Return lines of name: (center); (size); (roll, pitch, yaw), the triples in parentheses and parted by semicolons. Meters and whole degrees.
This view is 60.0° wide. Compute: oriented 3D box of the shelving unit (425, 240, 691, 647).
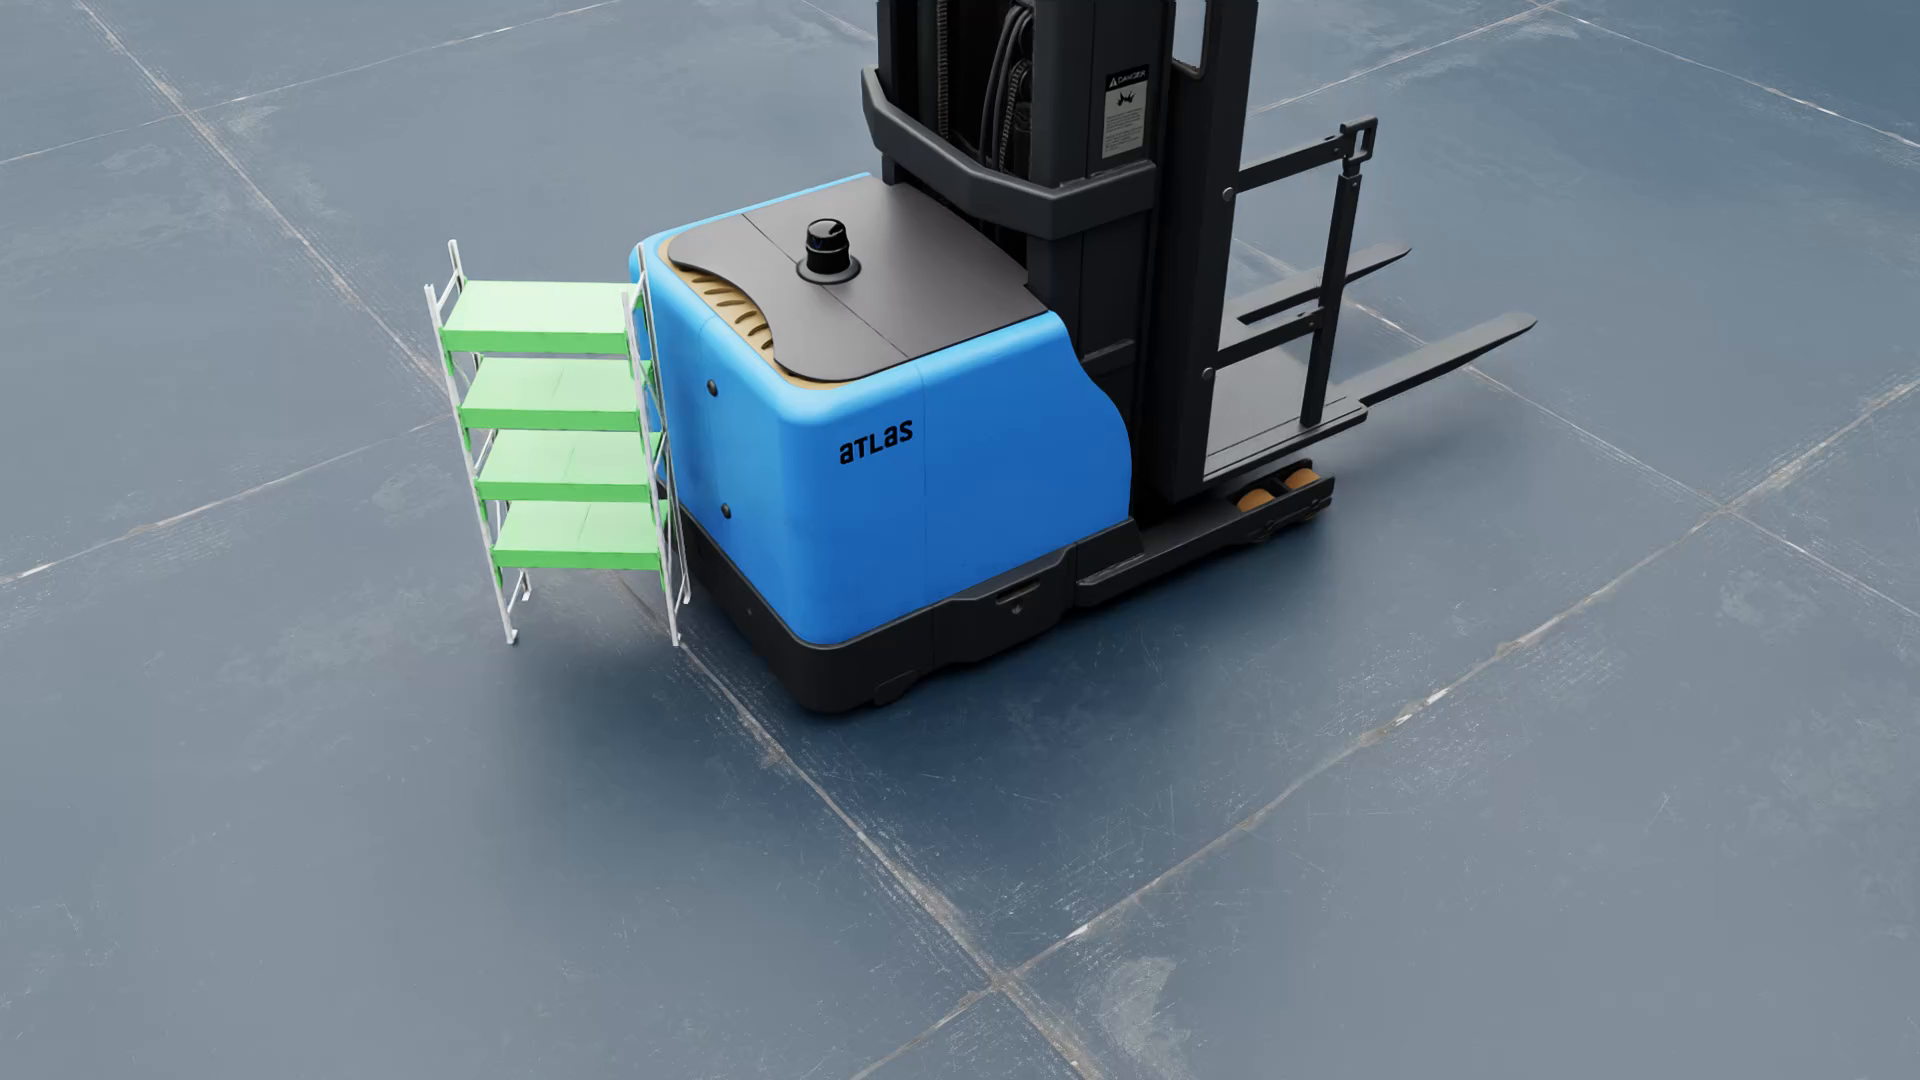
shelving unit: (-1.071, -0.231, 4.585); (0.503, 1.200, 0.258); (1, 39, 1)

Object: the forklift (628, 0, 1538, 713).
forklift: (0.585, -1.383, 4.625); (3.031, 2.935, 1.130); (-23, 45, -25)

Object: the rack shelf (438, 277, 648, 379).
rack shelf: (-1.071, -0.552, 4.321); (0.480, 0.148, 0.258); (1, 39, 1)

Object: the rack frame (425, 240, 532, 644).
rack frame: (-1.315, -0.235, 4.591); (0.015, 1.200, 0.240); (1, 39, 1)

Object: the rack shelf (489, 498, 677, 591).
rack shelf: (-1.071, 0.004, 4.778); (0.480, 0.148, 0.258); (1, 39, 1)

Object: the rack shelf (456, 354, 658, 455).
rack shelf: (-1.071, -0.367, 4.473); (0.480, 0.148, 0.258); (1, 39, 1)

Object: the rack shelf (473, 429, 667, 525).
rack shelf: (-1.071, -0.181, 4.625); (0.480, 0.148, 0.258); (1, 39, 1)

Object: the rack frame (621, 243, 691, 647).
rack frame: (-0.828, -0.226, 4.579); (0.015, 1.200, 0.240); (1, 39, 1)
